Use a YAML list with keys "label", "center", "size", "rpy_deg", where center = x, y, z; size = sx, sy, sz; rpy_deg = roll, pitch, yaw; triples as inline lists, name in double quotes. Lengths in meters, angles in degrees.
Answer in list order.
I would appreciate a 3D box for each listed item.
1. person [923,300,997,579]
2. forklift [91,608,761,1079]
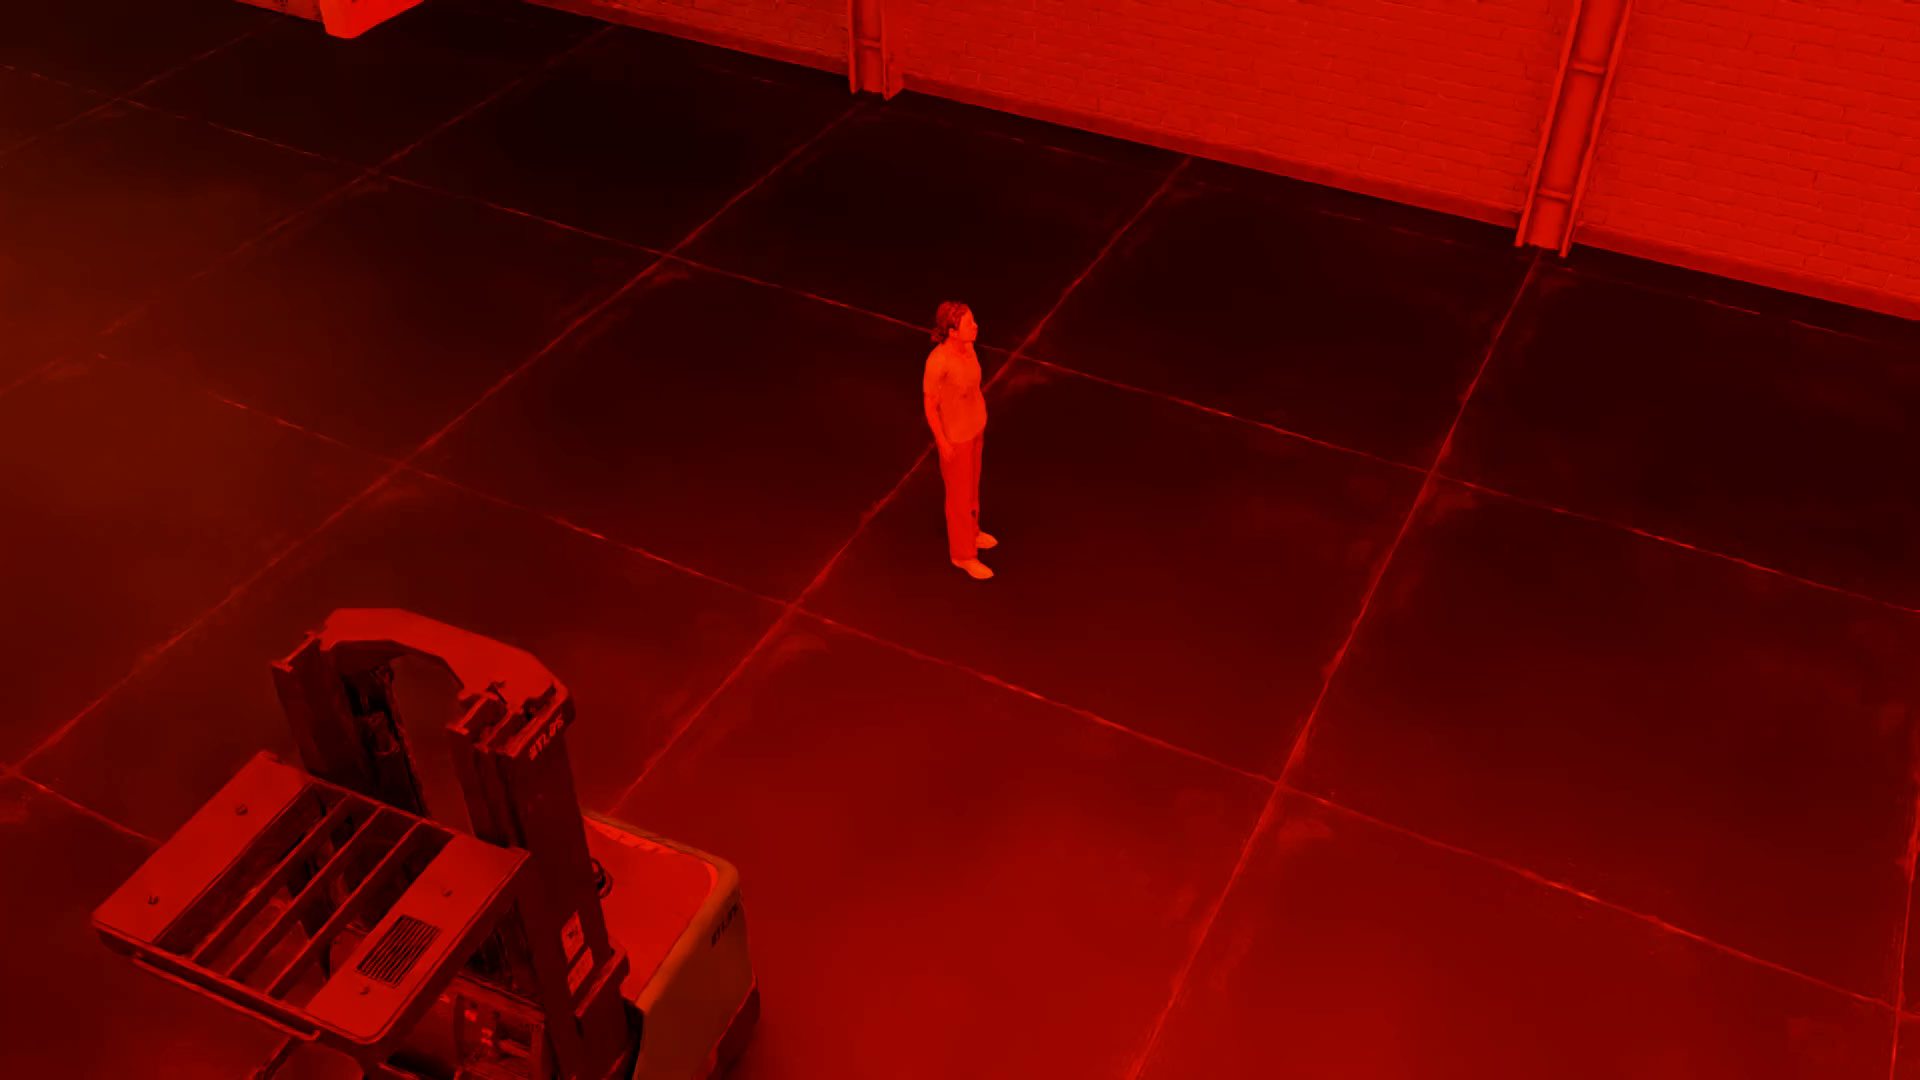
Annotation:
- label: "person"
  center: [0.061, -0.618, 9.684]
  size: [0.548, 1.674, 0.554]
  rpy_deg: [18, 43, 21]
- label: "forklift"
  center: [-1.969, 1.806, 5.843]
  size: [1.130, 2.935, 3.031]
  rpy_deg: [16, 43, 18]
